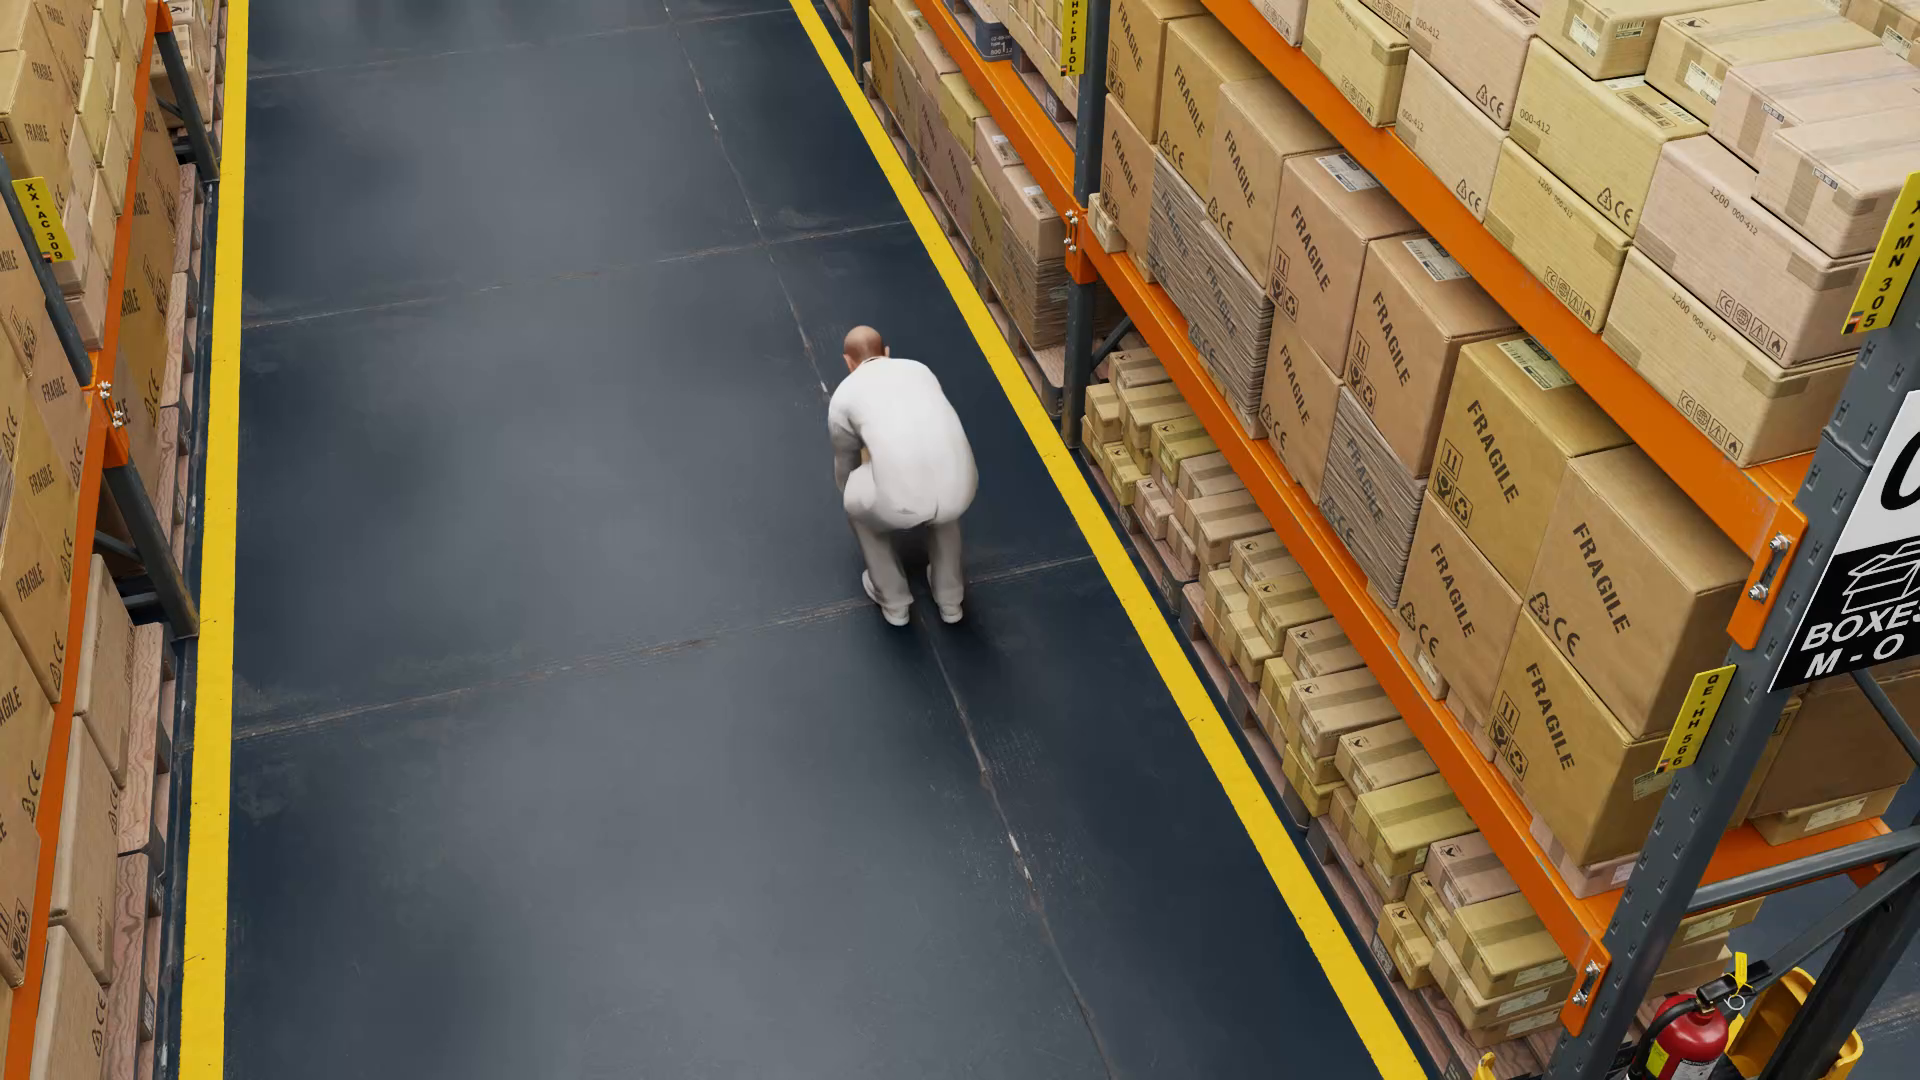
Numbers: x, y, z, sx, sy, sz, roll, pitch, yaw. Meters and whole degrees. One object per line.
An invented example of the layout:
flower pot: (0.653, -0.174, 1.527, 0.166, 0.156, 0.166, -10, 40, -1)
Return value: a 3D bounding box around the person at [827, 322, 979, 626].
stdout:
person: (-0.248, -0.247, 6.959, 0.581, 1.098, 0.940, -14, 43, -15)
